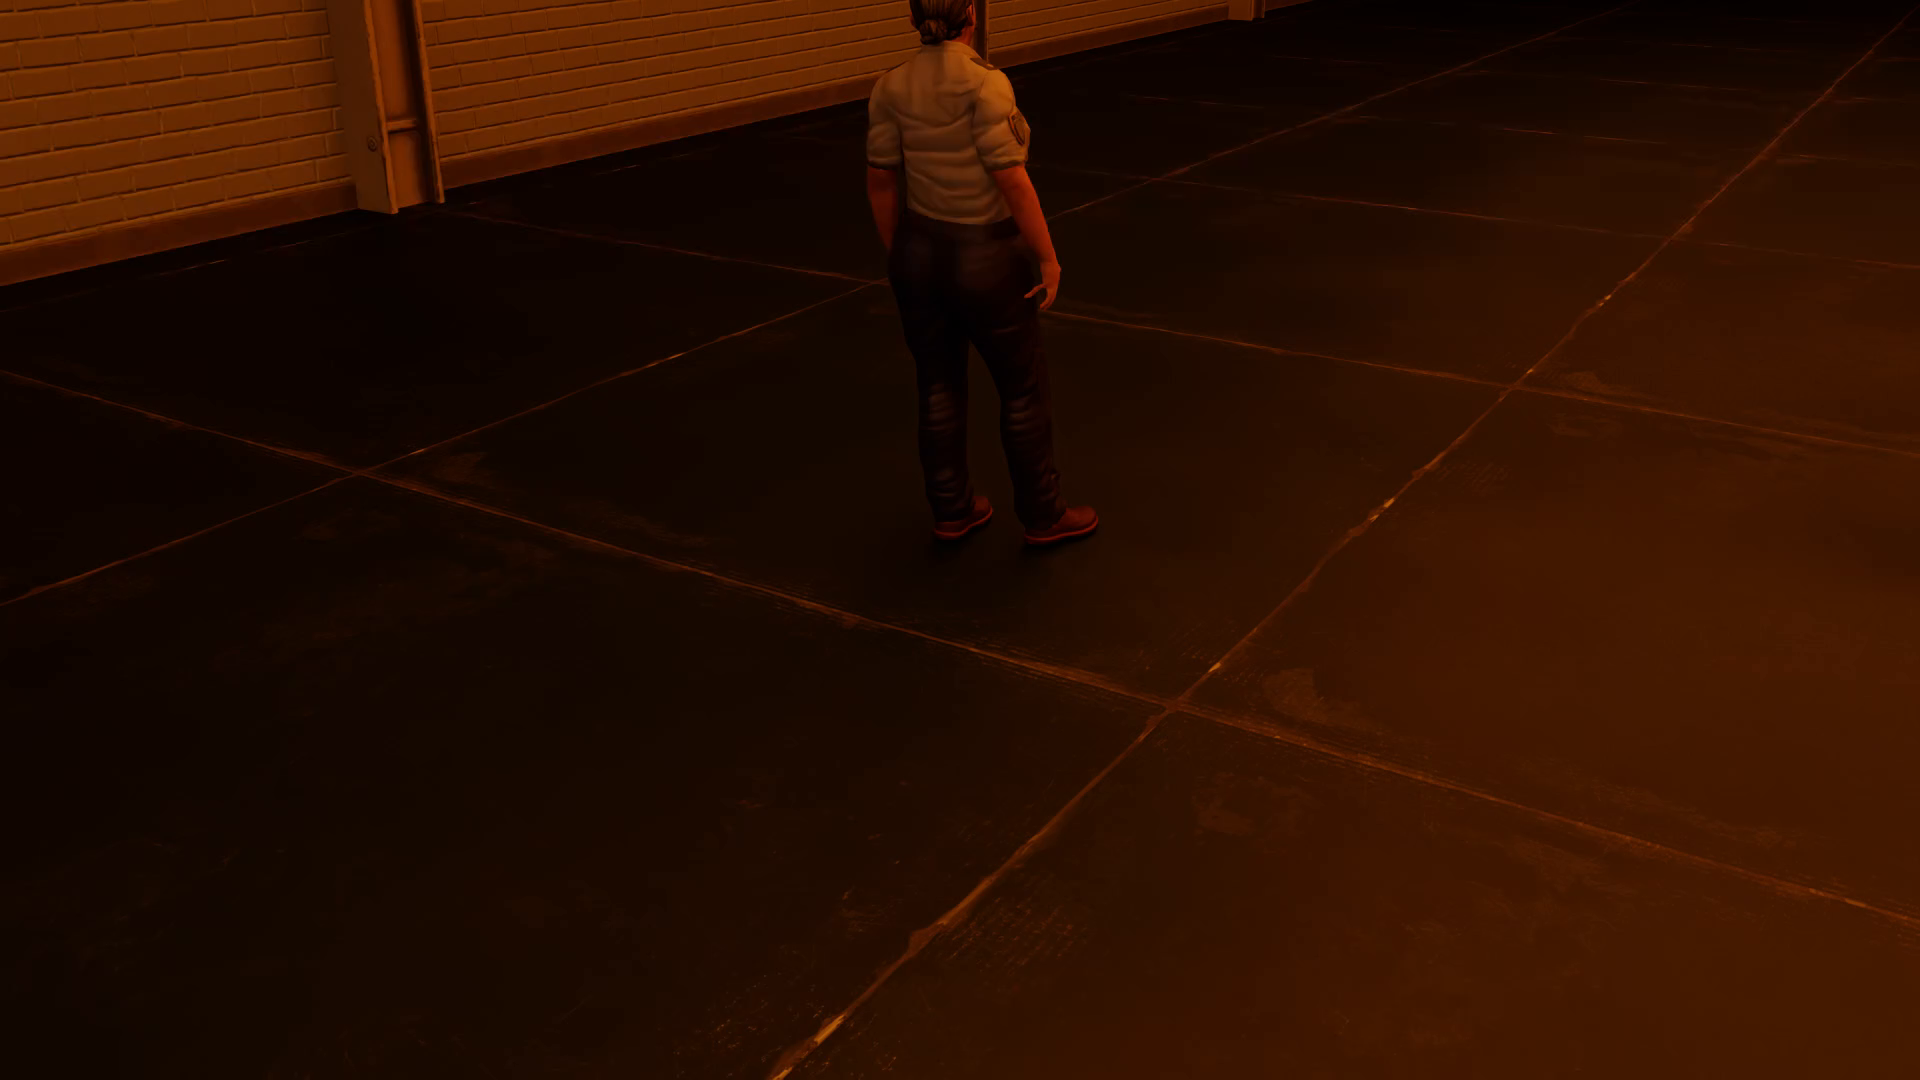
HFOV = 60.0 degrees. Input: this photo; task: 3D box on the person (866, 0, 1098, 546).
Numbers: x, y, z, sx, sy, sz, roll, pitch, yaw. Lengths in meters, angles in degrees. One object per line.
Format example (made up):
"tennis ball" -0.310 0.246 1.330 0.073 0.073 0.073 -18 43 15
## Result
"person" 0.068 -0.789 4.771 0.598 1.651 0.502 14 27 30
